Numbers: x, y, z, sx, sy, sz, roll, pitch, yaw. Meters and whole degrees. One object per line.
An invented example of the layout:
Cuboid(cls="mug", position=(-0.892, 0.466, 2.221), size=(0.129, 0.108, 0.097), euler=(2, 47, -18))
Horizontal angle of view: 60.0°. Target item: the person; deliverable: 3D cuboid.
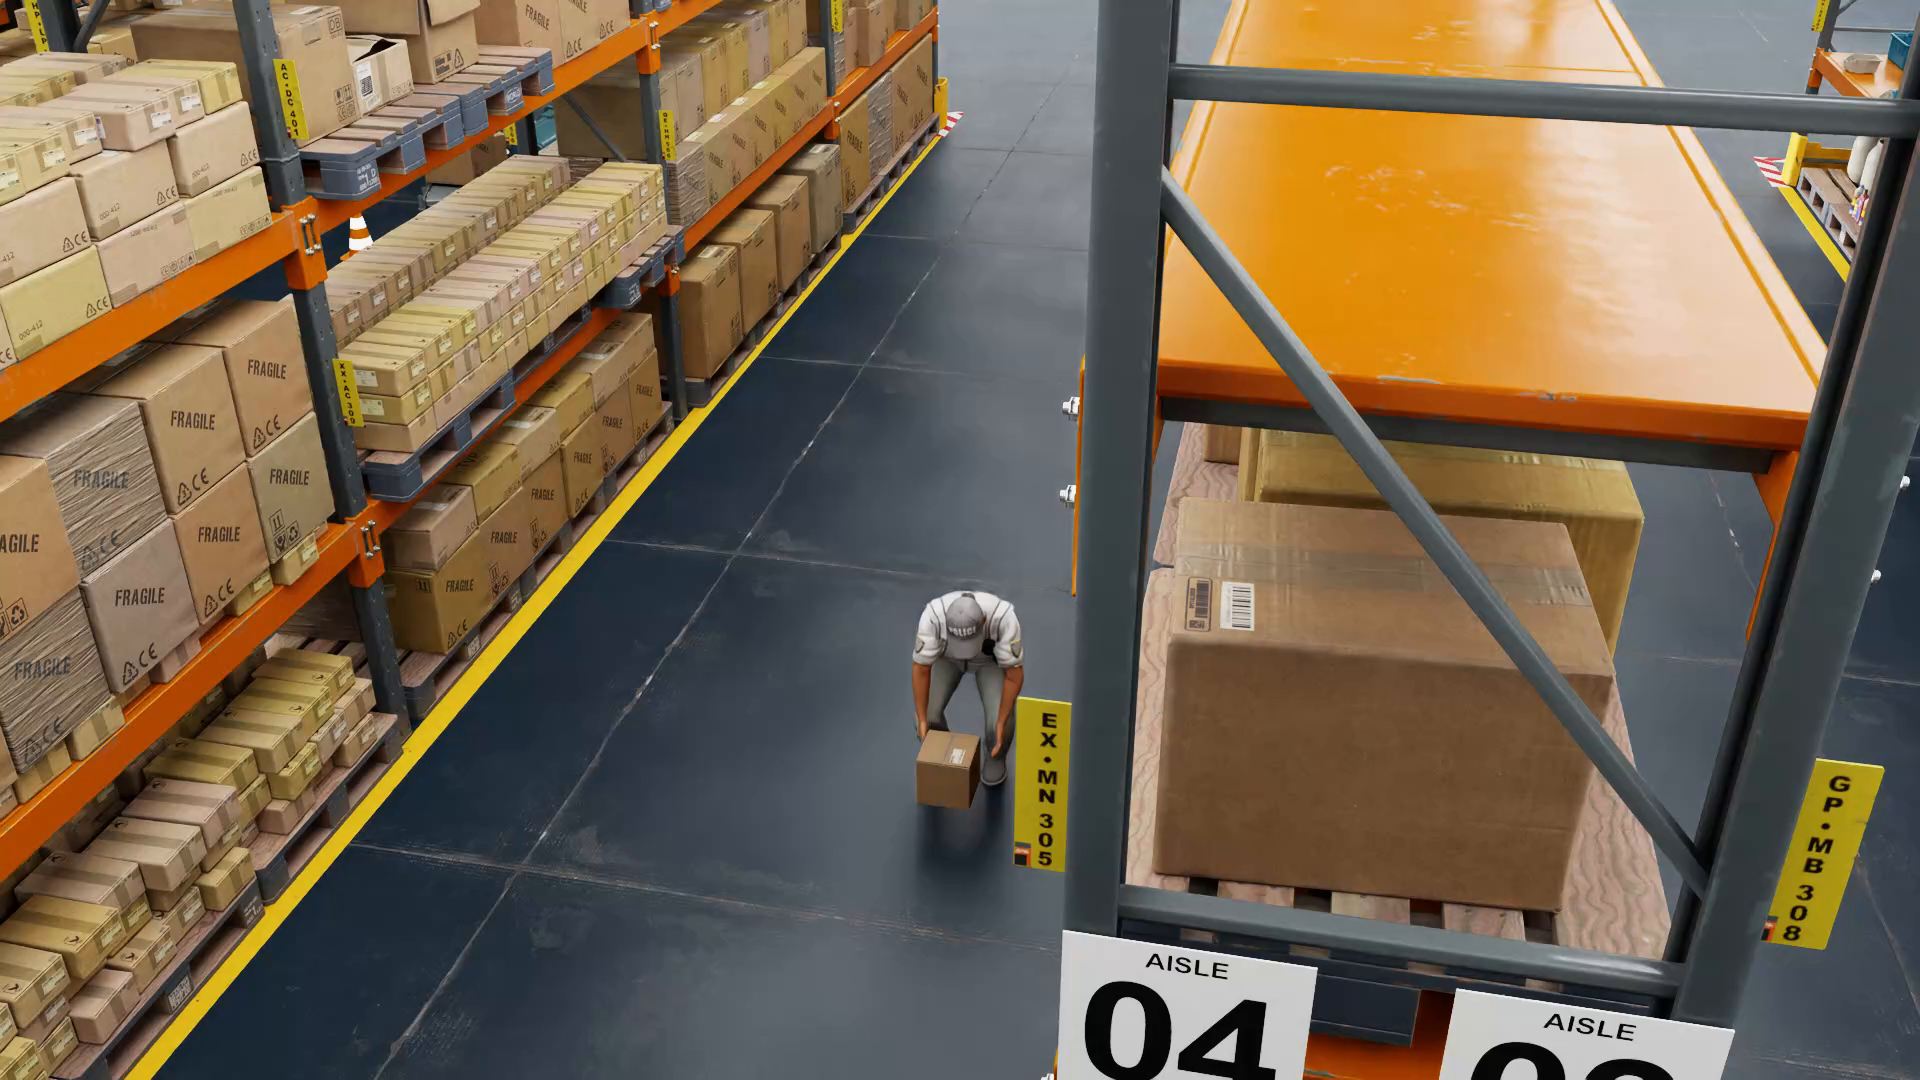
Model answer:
Cuboid(cls="person", position=(0.055, 0.651, 7.937), size=(0.536, 1.184, 0.811), euler=(5, 29, 9))
